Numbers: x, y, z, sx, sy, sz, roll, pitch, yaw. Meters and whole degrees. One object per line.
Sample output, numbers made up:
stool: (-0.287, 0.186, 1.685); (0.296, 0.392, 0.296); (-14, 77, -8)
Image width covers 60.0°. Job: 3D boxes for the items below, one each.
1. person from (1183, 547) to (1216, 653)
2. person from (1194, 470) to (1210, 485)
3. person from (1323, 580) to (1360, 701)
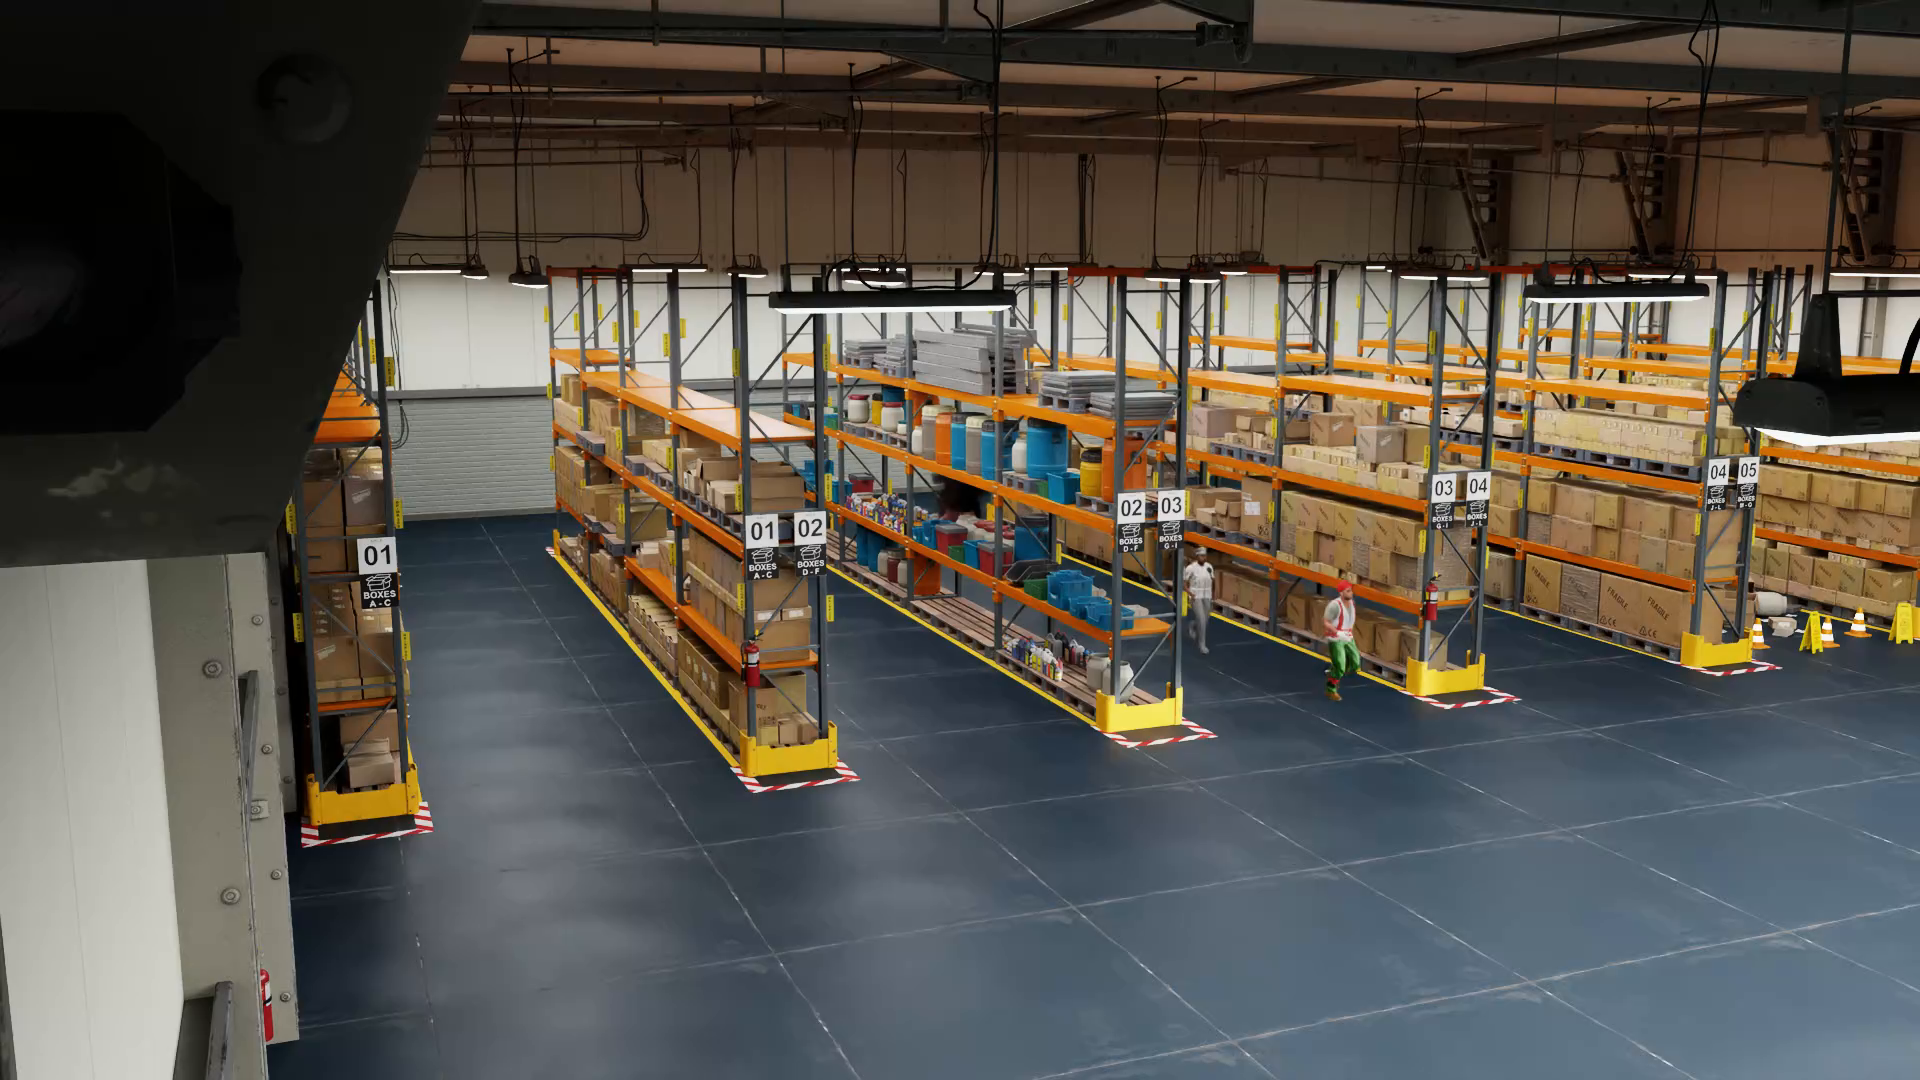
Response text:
person: (3.815, 0.919, 26.596); (0.590, 1.683, 0.720); (-4, 11, -21)
person: (6.180, -1.733, 41.609); (0.590, 1.726, 0.716); (4, 11, 22)
person: (5.410, 1.420, 23.567); (0.663, 1.744, 0.627); (-7, 12, -35)
